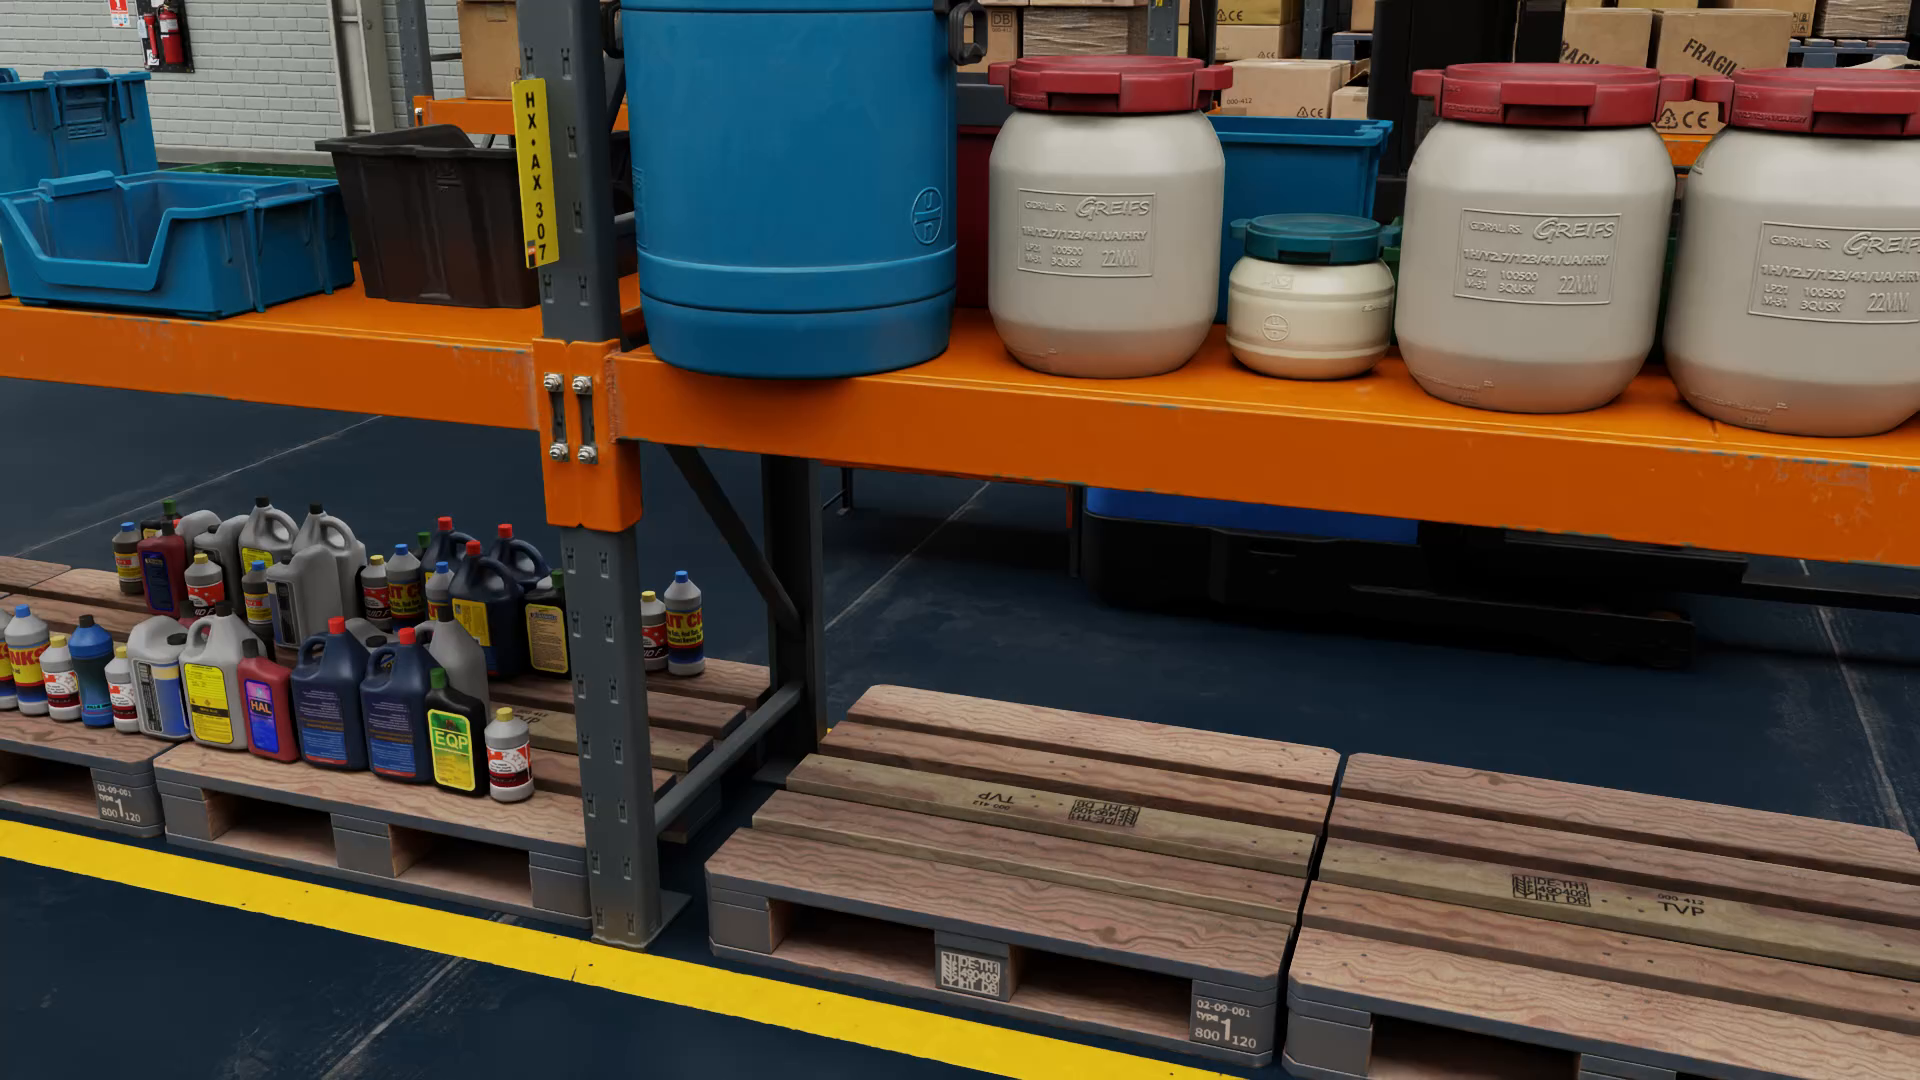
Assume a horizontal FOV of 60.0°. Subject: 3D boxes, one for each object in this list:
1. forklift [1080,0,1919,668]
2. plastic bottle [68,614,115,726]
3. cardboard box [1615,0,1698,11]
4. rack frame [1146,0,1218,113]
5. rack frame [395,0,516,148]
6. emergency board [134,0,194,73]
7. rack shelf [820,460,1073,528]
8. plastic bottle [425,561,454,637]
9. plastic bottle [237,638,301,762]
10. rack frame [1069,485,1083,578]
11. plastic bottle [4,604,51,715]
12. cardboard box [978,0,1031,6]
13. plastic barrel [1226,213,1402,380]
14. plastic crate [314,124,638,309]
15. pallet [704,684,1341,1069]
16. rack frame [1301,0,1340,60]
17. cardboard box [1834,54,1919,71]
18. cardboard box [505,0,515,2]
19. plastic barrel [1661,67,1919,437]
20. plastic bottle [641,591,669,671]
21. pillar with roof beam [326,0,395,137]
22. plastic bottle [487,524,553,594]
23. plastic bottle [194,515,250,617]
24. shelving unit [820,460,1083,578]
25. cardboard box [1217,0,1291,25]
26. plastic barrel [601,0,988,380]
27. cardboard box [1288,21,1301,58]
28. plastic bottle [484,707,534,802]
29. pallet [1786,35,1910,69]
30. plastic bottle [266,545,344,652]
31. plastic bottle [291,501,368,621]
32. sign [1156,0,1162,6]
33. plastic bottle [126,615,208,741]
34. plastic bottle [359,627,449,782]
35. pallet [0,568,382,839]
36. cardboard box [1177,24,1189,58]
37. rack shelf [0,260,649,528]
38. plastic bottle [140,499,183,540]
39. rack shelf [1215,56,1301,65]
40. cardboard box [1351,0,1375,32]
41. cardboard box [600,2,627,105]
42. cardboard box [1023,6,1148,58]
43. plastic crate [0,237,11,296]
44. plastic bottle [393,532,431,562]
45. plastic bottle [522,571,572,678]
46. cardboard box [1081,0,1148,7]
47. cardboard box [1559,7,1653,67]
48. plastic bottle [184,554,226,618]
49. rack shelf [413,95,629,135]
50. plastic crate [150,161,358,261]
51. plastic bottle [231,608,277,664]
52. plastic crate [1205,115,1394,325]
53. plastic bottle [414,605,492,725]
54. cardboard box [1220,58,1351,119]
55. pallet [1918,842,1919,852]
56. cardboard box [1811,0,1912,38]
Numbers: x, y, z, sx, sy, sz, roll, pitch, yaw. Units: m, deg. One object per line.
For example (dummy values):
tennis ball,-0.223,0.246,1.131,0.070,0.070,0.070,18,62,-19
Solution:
forklift,1.975,-1.196,5.055,3.031,2.935,1.130,5,20,15
plastic bottle,-2.128,0.315,4.092,0.097,0.271,0.097,0,19,0
cardboard box,4.828,-3.775,11.528,0.500,0.500,0.700,7,20,18
rack frame,1.059,-2.236,7.933,0.127,3.000,1.000,7,20,18
rack frame,-2.719,-2.668,9.173,0.127,3.000,1.000,7,20,18
emergency board,-8.142,-5.329,16.806,0.643,1.169,0.194,7,20,18
rack shelf,-0.019,-0.300,5.971,1.000,0.278,0.538,6,20,17
plastic bottle,-1.373,0.190,4.450,0.097,0.271,0.097,0,19,0
plastic bottle,-1.622,0.373,3.906,0.133,0.283,0.061,8,21,22
rack frame,0.465,-0.480,5.745,0.032,1.125,0.500,6,20,17
plastic bottle,-2.320,0.293,4.155,0.097,0.271,0.097,0,19,0
cardboard box,0.251,-2.607,7.860,0.250,0.149,0.380,6,20,16
plastic barrel,0.630,-0.440,2.992,0.301,0.262,0.301,0,19,0
plastic crate,-1.023,-0.763,3.802,0.504,0.338,0.767,7,20,18
pallet,0.185,0.693,3.766,1.213,0.211,1.003,7,20,18
rack frame,2.681,-3.776,12.353,0.127,3.000,1.000,7,20,18
cardboard box,4.056,-1.919,7.158,0.500,0.311,0.500,6,20,17
cardboard box,-2.169,-2.884,8.656,0.250,0.149,0.380,6,20,17
plastic barrel,1.364,-0.463,2.640,0.433,0.535,0.433,0,19,0
plastic bottle,-0.823,0.236,4.426,0.097,0.201,0.097,0,19,0
pillar with roof beam,-7.233,-6.544,11.179,0.400,9.000,9.100,7,20,18
plastic bottle,-1.196,0.131,4.500,0.185,0.351,0.144,7,20,20
plastic bottle,-2.110,0.063,4.808,0.135,0.276,0.152,6,20,17
shelving unit,-0.019,-0.531,5.891,1.048,1.125,0.538,6,20,17
cardboard box,2.133,-4.024,12.122,0.500,0.500,0.500,6,20,18
plastic barrel,-0.304,-0.797,3.044,0.708,0.901,0.600,7,20,18
cardboard box,2.308,-3.833,12.711,0.500,0.250,0.500,7,20,19
plastic bottle,-1.015,0.475,3.739,0.097,0.201,0.097,0,19,0
pallet,5.752,-3.298,11.271,1.003,0.211,1.213,7,20,18
plastic bottle,-1.801,0.149,4.563,0.135,0.276,0.152,7,20,18
plastic bottle,-1.776,0.064,4.690,0.185,0.351,0.144,6,20,18
sign,0.878,-2.509,7.282,0.005,0.325,0.100,7,20,18
plastic bottle,-1.911,0.328,4.048,0.135,0.276,0.152,7,20,19
plastic bottle,-1.273,0.367,3.822,0.185,0.351,0.144,6,20,17
pallet,-2.347,0.404,4.597,1.213,0.211,1.003,7,20,18
cardboard box,1.666,-3.728,12.413,0.500,0.250,0.500,7,20,18
rack shelf,-2.459,-0.572,4.254,4.000,0.370,1.077,7,20,18
plastic bottle,-2.353,0.016,4.932,0.133,0.283,0.061,7,20,19
rack shelf,0.792,-3.653,13.091,4.000,0.370,1.077,7,20,18
cardboard box,3.151,-3.966,12.076,0.500,0.500,0.700,7,20,18
cardboard box,-1.785,-2.605,8.842,0.500,0.500,0.700,7,20,19
cardboard box,0.638,-2.329,8.049,0.500,0.500,0.700,6,20,17
plastic crate,-2.187,-0.668,3.837,0.437,0.136,0.530,7,20,18
plastic bottle,-1.517,0.111,4.658,0.133,0.283,0.061,7,21,20
plastic bottle,-1.076,0.215,4.361,0.133,0.283,0.061,7,20,18
cardboard box,0.732,-2.552,7.703,0.250,0.149,0.380,7,20,18
cardboard box,2.750,-2.084,7.346,0.500,0.500,0.500,7,20,18
plastic bottle,-2.133,0.139,4.703,0.097,0.201,0.097,0,19,0
rack shelf,-0.830,-2.112,8.671,4.000,0.370,1.077,7,20,18
plastic crate,-1.760,-0.830,4.223,0.662,0.188,0.450,7,20,18
plastic bottle,-1.750,0.309,4.092,0.133,0.283,0.061,7,20,18
plastic crate,0.574,-0.666,3.454,0.575,0.384,0.392,7,20,18
plastic bottle,-1.226,0.322,3.951,0.185,0.351,0.144,7,20,18
cardboard box,1.539,-2.125,7.844,0.500,0.250,0.500,8,21,21
pallet,2.489,0.957,3.010,1.213,0.211,1.003,7,20,18
cardboard box,6.012,-3.647,11.161,0.500,0.500,0.700,4,20,12
